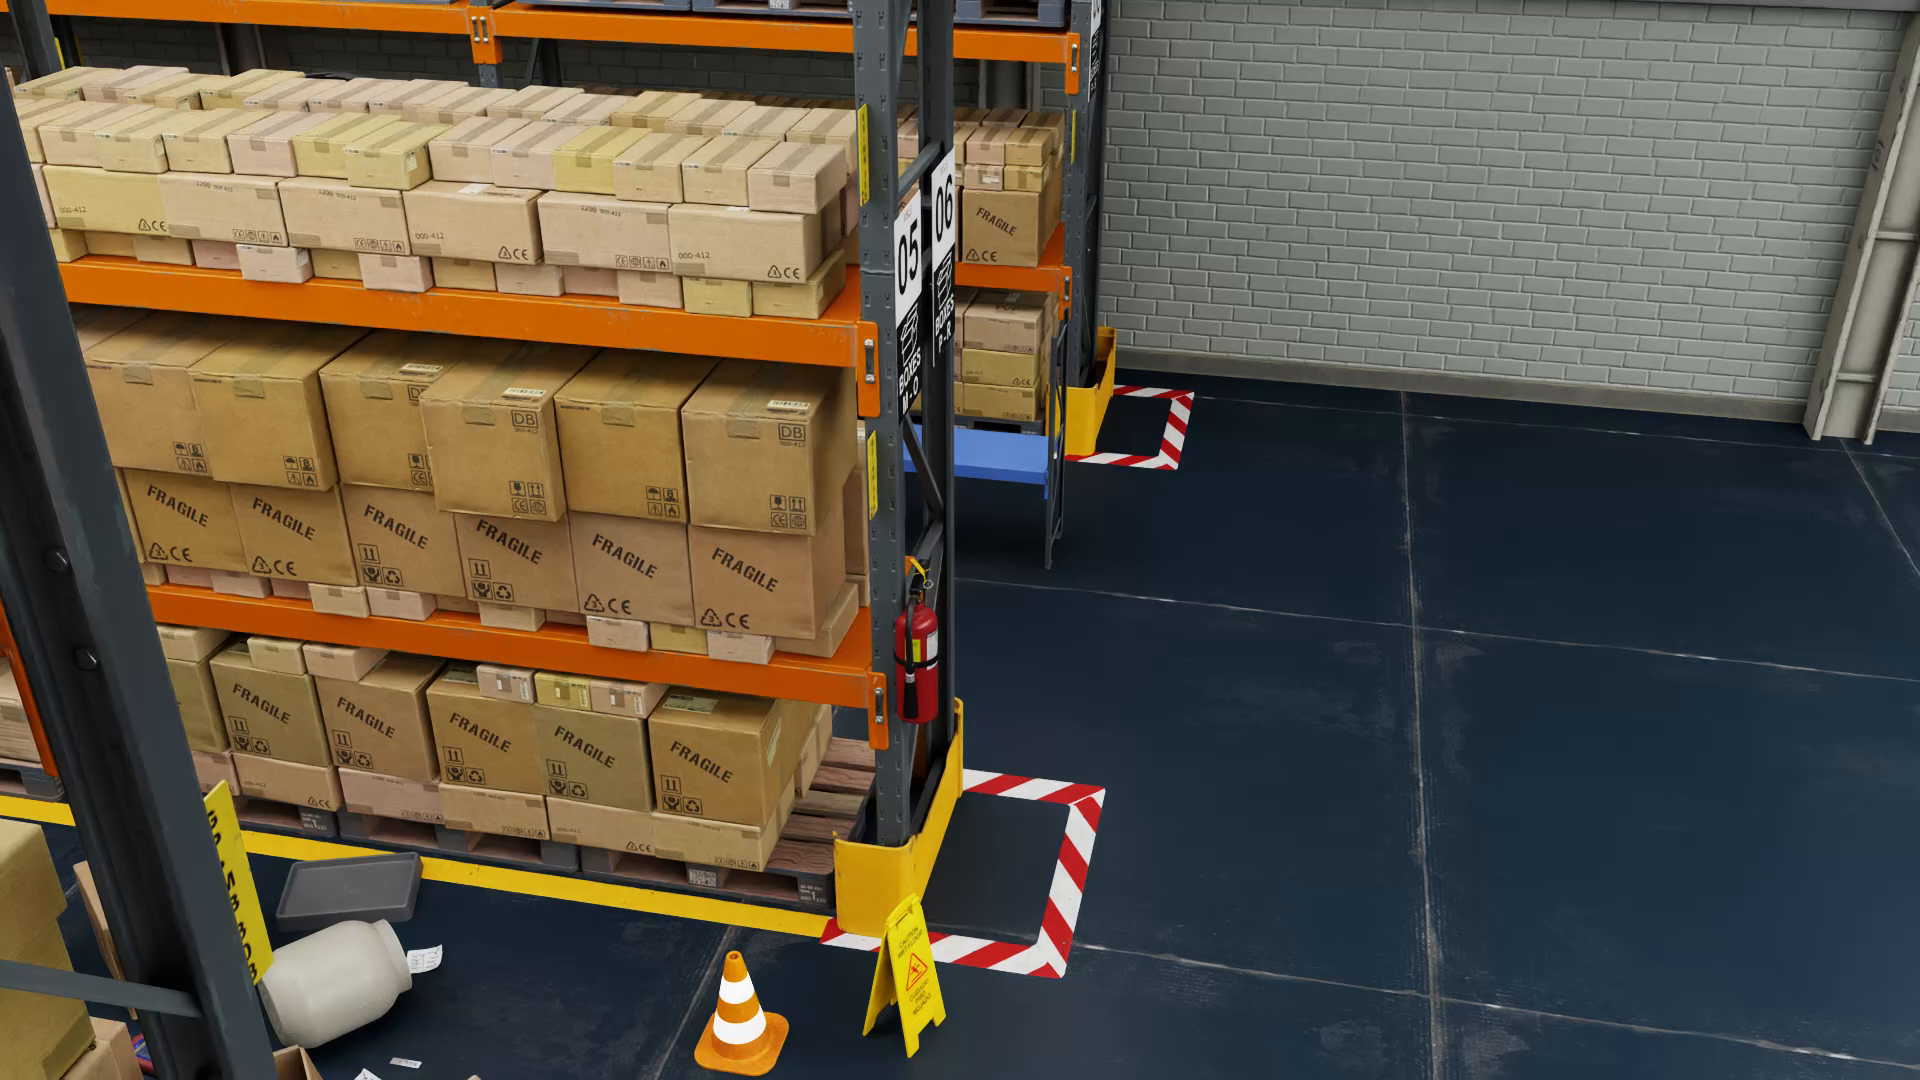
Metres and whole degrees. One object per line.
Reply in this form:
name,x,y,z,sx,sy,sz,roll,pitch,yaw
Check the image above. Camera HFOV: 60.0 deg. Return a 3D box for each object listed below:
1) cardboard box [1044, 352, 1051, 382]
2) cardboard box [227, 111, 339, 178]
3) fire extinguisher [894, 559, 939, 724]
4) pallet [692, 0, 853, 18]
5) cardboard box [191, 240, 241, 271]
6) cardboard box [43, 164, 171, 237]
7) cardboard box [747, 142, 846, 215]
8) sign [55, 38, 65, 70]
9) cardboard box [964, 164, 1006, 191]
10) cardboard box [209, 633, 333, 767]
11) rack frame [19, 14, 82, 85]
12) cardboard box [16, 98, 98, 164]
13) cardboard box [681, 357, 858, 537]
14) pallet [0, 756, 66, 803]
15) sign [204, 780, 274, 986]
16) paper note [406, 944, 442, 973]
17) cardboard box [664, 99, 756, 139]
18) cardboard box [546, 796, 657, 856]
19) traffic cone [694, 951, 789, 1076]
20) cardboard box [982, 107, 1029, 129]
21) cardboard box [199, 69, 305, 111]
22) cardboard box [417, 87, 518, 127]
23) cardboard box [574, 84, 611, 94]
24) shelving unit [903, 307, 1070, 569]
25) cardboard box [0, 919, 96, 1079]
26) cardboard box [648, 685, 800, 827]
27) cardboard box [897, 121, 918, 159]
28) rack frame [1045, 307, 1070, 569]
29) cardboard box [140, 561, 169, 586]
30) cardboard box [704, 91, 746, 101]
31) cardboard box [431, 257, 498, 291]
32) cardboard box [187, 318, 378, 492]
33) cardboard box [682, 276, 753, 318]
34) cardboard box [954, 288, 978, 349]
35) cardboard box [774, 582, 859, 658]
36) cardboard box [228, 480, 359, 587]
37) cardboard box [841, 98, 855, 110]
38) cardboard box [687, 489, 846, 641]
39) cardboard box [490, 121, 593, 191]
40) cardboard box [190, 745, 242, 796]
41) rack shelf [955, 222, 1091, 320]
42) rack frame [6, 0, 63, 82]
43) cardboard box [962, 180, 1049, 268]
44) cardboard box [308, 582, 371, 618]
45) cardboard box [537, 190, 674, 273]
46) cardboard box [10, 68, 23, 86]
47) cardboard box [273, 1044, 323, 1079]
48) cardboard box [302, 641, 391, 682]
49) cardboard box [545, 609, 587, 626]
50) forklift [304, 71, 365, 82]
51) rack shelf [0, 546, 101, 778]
cardboard box,0.404,-1.303,12.094,0.500,0.250,0.500,6,29,11
cardboard box,-2.576,-1.519,6.371,0.250,0.149,0.380,5,29,10
fire extinguisher,-0.174,0.409,6.621,0.183,0.674,0.296,6,29,11
pallet,-1.039,-3.665,10.952,1.213,0.211,1.003,6,29,11
cardboard box,-2.842,-1.211,6.639,0.250,0.149,0.380,5,29,9
cardboard box,-3.222,-1.414,6.594,0.500,0.250,0.500,6,29,10
cardboard box,-0.582,-1.303,5.976,0.250,0.149,0.380,6,29,11
sign,-3.995,-2.052,7.374,0.005,0.325,0.100,6,29,11
cardboard box,0.190,-2.427,10.942,0.250,0.149,0.380,6,29,11
cardboard box,-3.054,0.674,7.703,0.500,0.500,0.500,7,29,13
rack frame,-6.980,-2.986,12.743,0.127,3.000,1.000,6,29,11
cardboard box,-3.601,-1.612,6.540,0.250,0.149,0.380,7,29,12
cardboard box,-0.734,-0.414,6.589,0.500,0.500,0.700,5,29,9
pallet,-4.863,0.892,8.562,1.213,0.211,1.003,6,29,11
sign,-1.002,0.489,2.280,0.005,0.325,0.100,6,29,11
paper note,-2.295,1.791,7.108,0.148,0.019,0.142,-4,29,-7
cardboard box,-0.976,-1.611,6.539,0.250,0.149,0.380,6,29,11
cardboard box,-1.541,1.159,7.597,0.500,0.250,0.500,6,29,11
traffic cone,-0.879,1.823,6.600,0.334,0.463,0.336,6,29,11
cardboard box,0.313,-2.833,11.373,0.250,0.149,0.380,7,29,12
cardboard box,-2.958,-1.857,6.988,0.250,0.149,0.380,7,29,12
cardboard box,-1.976,-1.706,6.713,0.250,0.149,0.380,6,29,12
cardboard box,-2.693,-3.154,11.960,0.250,0.149,0.380,6,29,11
shelving unit,0.083,-0.649,10.036,1.048,1.500,0.538,6,29,11
cardboard box,-1.542,0.705,2.182,0.500,0.250,0.500,6,29,10
cardboard box,-1.027,0.883,7.321,0.500,0.500,0.500,6,29,11
cardboard box,-0.288,-2.663,11.064,0.250,0.149,0.380,6,29,11
rack frame,0.581,-0.598,9.943,0.032,1.500,0.500,6,29,11
cardboard box,-3.602,0.040,7.477,0.250,0.149,0.380,7,29,12
cardboard box,-1.687,-3.058,11.784,0.250,0.149,0.380,5,29,10
cardboard box,-1.843,-1.104,6.443,0.250,0.149,0.380,5,29,9
cardboard box,-2.736,-0.596,6.922,0.500,0.500,0.700,5,29,9
cardboard box,-0.847,-0.972,6.202,0.250,0.149,0.380,6,29,11
cardboard box,-0.172,-1.549,11.502,0.500,0.250,0.500,6,29,11
cardboard box,-0.600,0.321,6.964,0.250,0.149,0.380,7,29,12
cardboard box,-2.745,-0.157,7.161,0.500,0.500,0.500,6,29,10
cardboard box,-0.688,-2.958,11.602,0.250,0.149,0.380,5,29,9
cardboard box,-0.778,0.048,6.786,0.500,0.500,0.500,5,29,10
cardboard box,-1.554,-1.441,6.229,0.250,0.149,0.380,6,29,11
cardboard box,-3.580,0.954,7.971,0.500,0.250,0.500,5,29,8
rack shelf,-1.112,-2.069,11.816,4.000,0.370,1.077,6,29,11
rack frame,-4.101,-2.885,6.311,0.127,3.000,1.000,6,29,11
cardboard box,0.308,-2.154,11.118,0.500,0.500,0.500,5,29,9
cardboard box,-2.611,0.172,7.237,0.250,0.149,0.380,6,29,11
cardboard box,-1.235,-1.215,6.230,0.500,0.250,0.500,5,29,10
cardboard box,-7.451,-3.339,12.846,0.500,0.500,0.500,7,30,13
cardboard box,-2.436,2.255,5.768,0.637,0.503,0.797,-14,32,-24
cardboard box,-2.704,0.458,7.422,0.250,0.149,0.380,8,30,13
cardboard box,-1.596,0.208,7.169,0.250,0.149,0.380,6,29,11
forklift,-3.664,-0.963,9.119,3.031,2.935,1.130,-11,31,-20
rack shelf,-3.080,0.141,1.949,4.000,0.370,1.077,6,29,11
